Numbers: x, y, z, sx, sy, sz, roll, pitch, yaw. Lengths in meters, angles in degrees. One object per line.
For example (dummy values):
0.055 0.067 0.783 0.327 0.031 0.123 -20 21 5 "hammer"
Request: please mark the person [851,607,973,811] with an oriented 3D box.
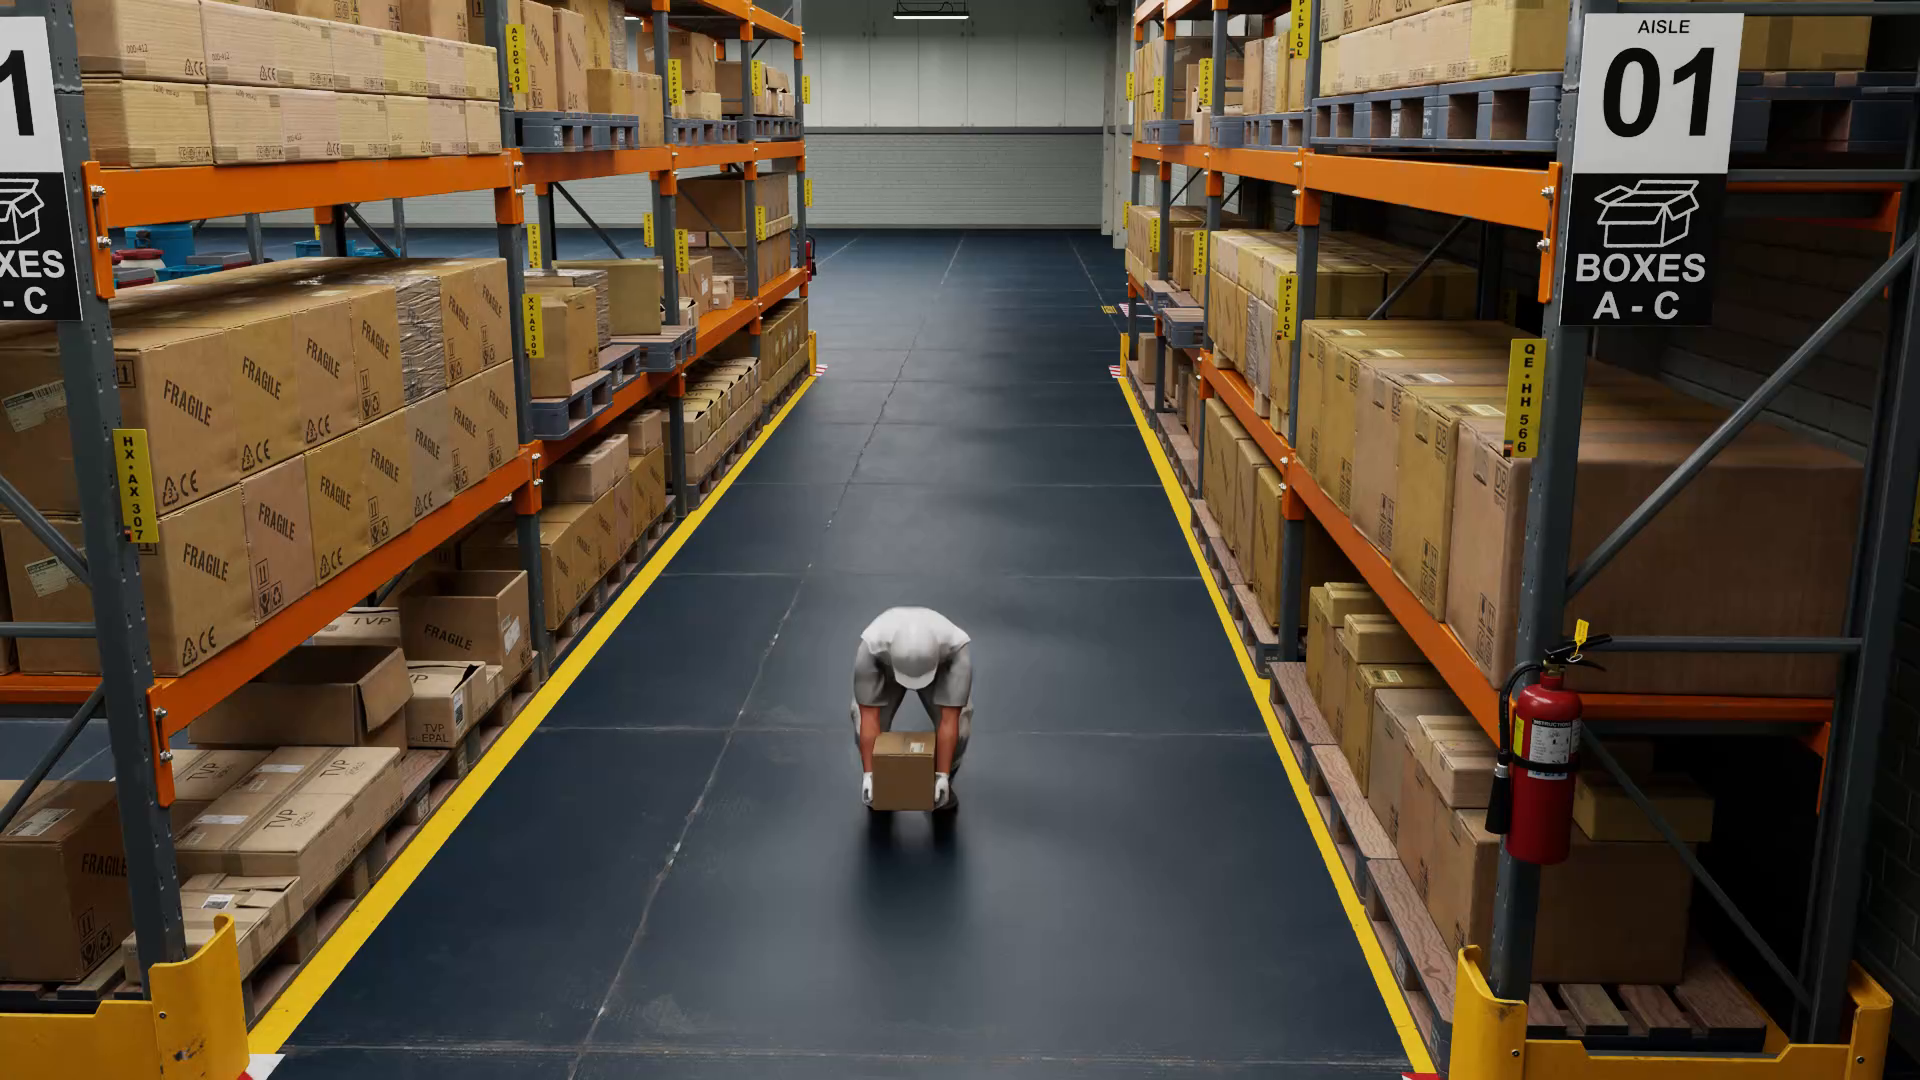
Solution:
-0.208 0.726 7.173 0.533 0.987 0.935 0 14 0 "person"
